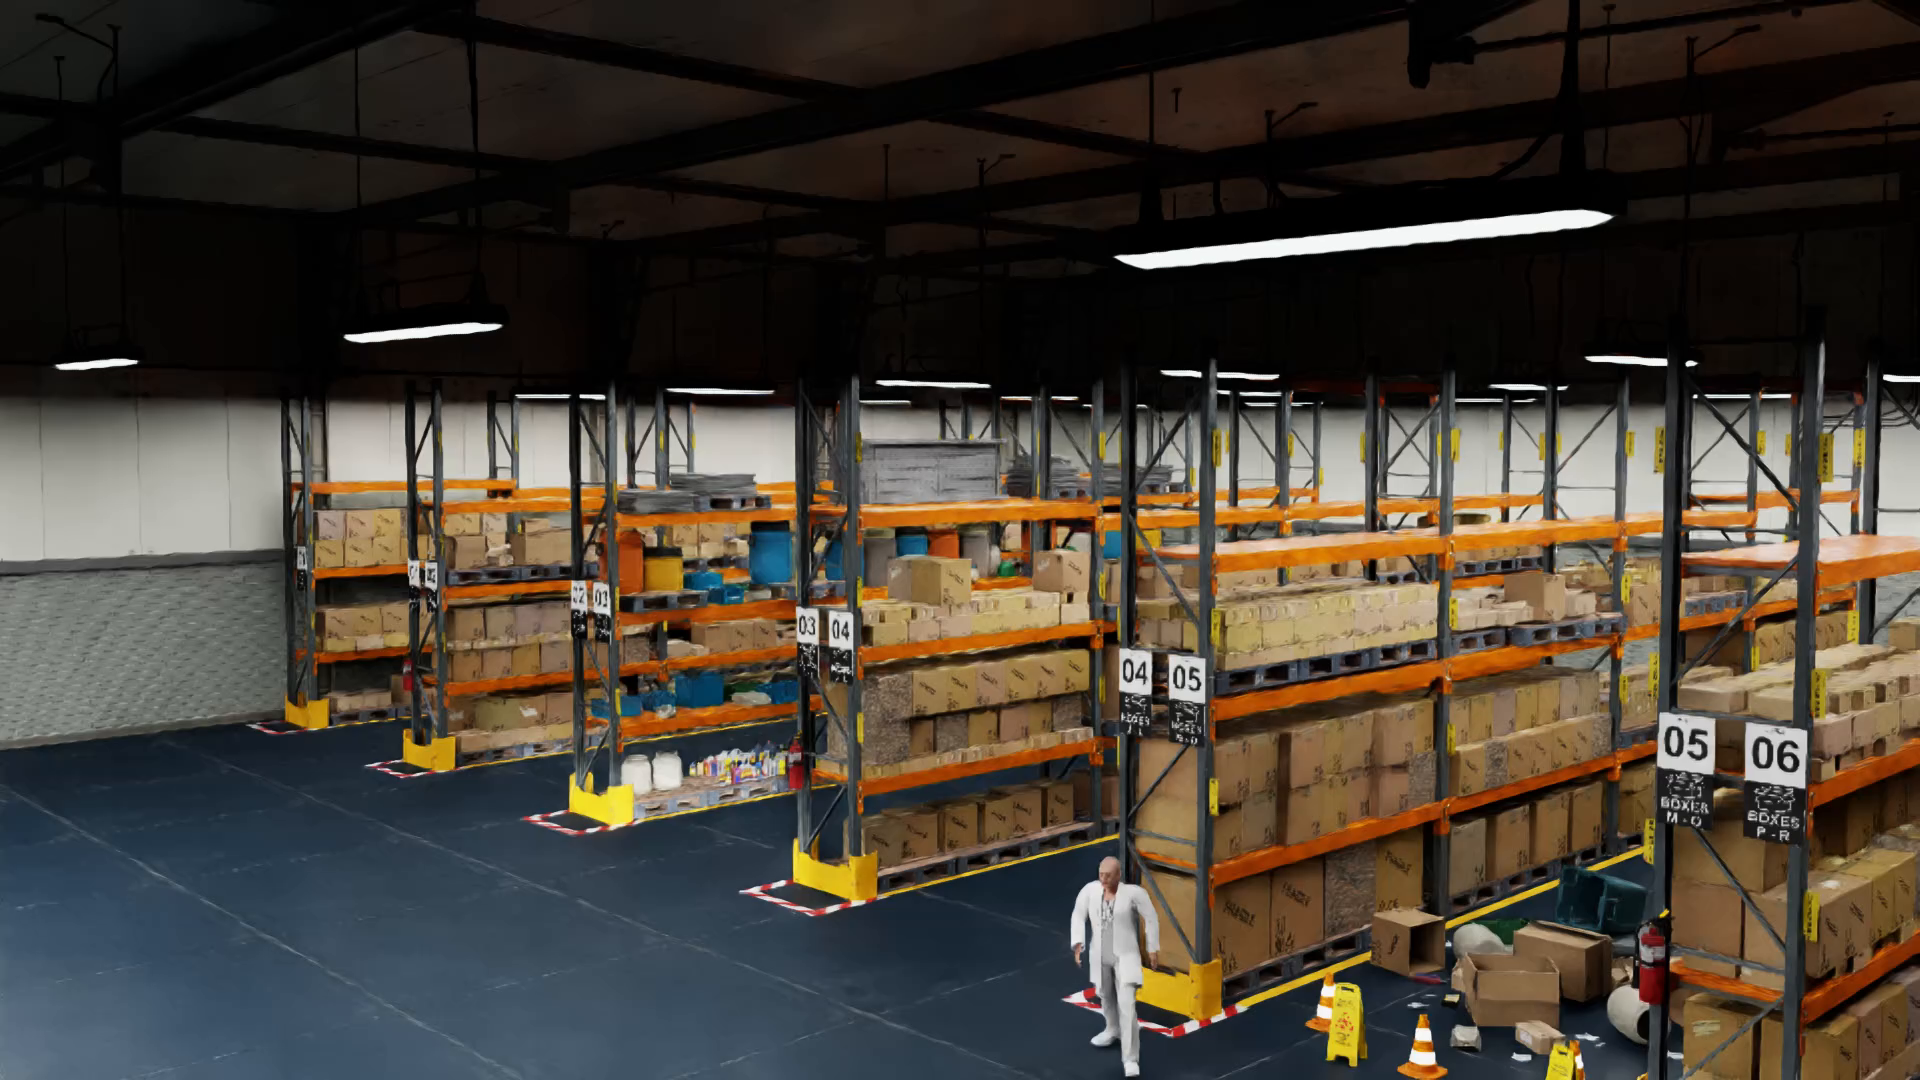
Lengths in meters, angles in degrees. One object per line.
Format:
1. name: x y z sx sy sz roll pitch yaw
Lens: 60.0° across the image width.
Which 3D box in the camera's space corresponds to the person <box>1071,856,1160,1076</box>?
1. person: 1.291 3.420 13.688 0.723 1.713 0.901 2 4 30
